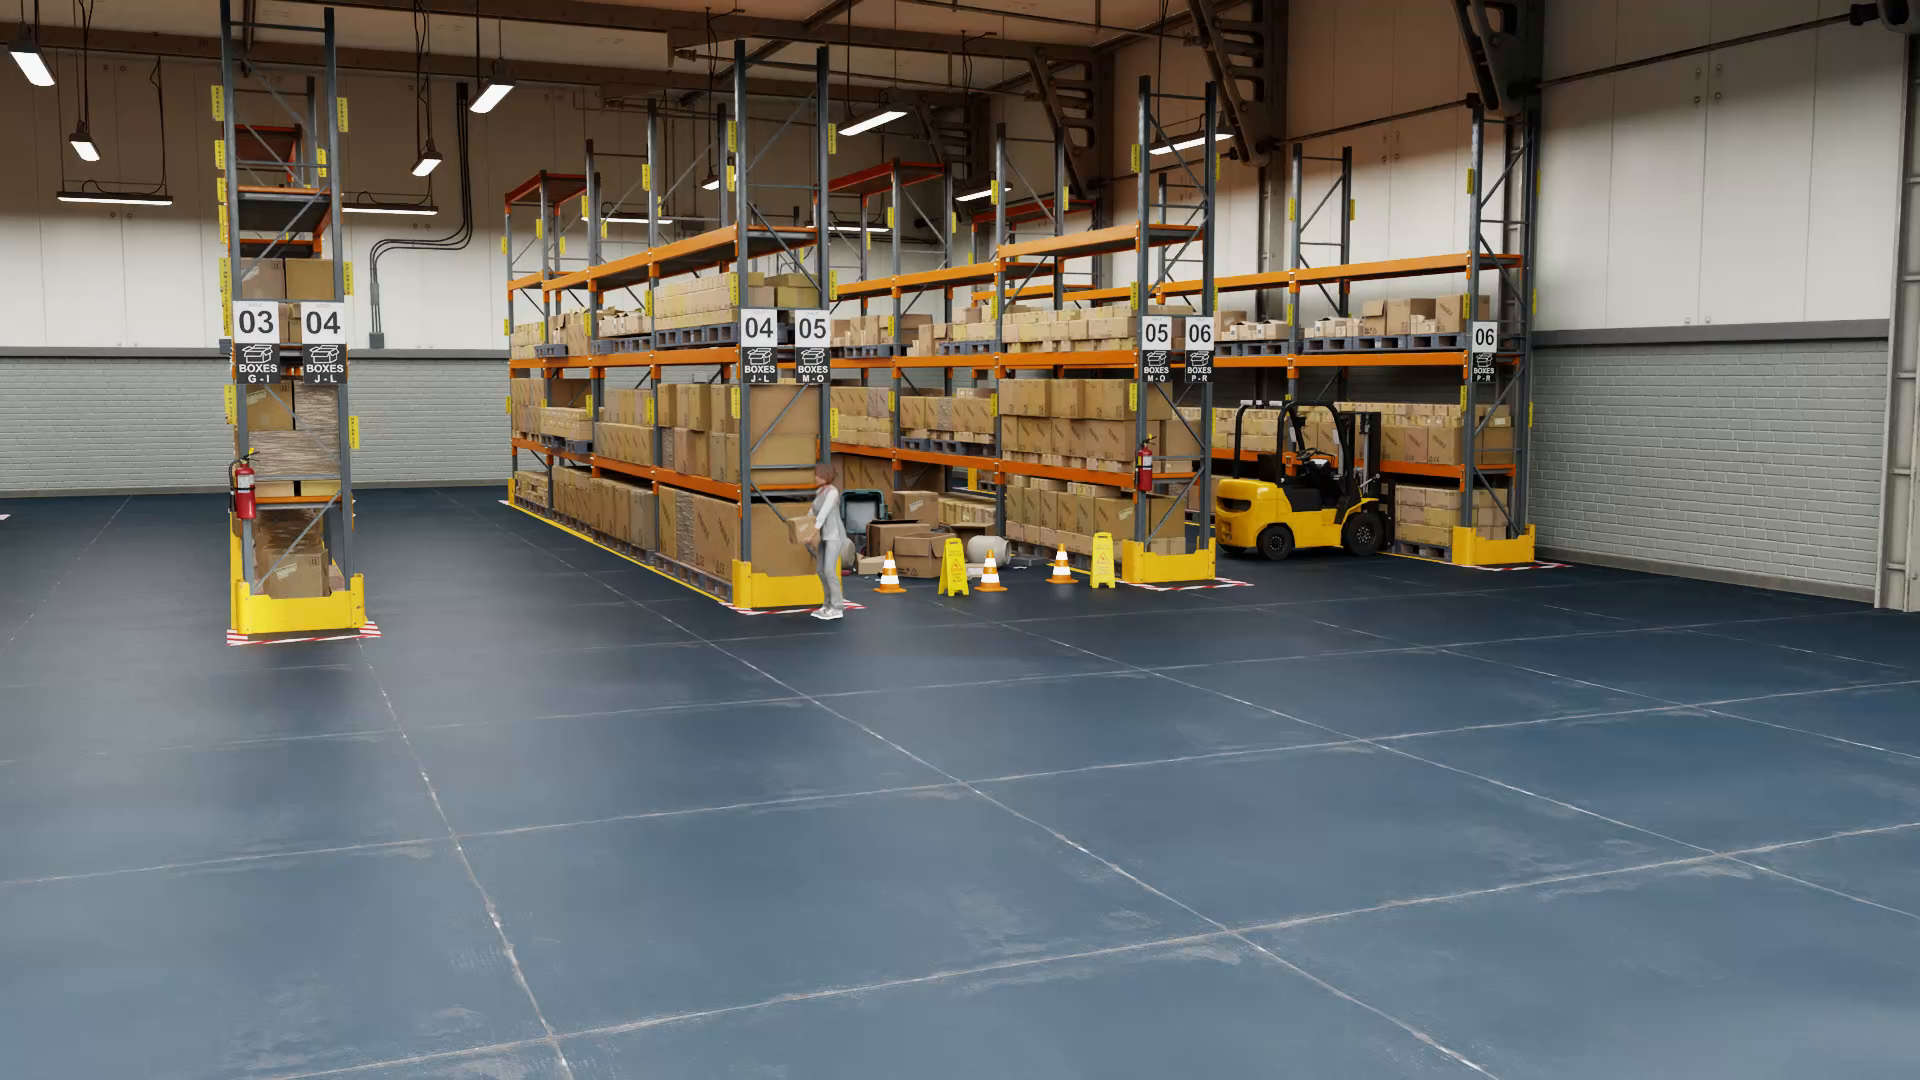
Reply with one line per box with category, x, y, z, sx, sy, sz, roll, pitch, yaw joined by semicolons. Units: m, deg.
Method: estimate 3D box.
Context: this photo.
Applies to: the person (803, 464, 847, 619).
person;-1.419;0.014;17.100;0.494;1.590;0.404;-2;6;-23
